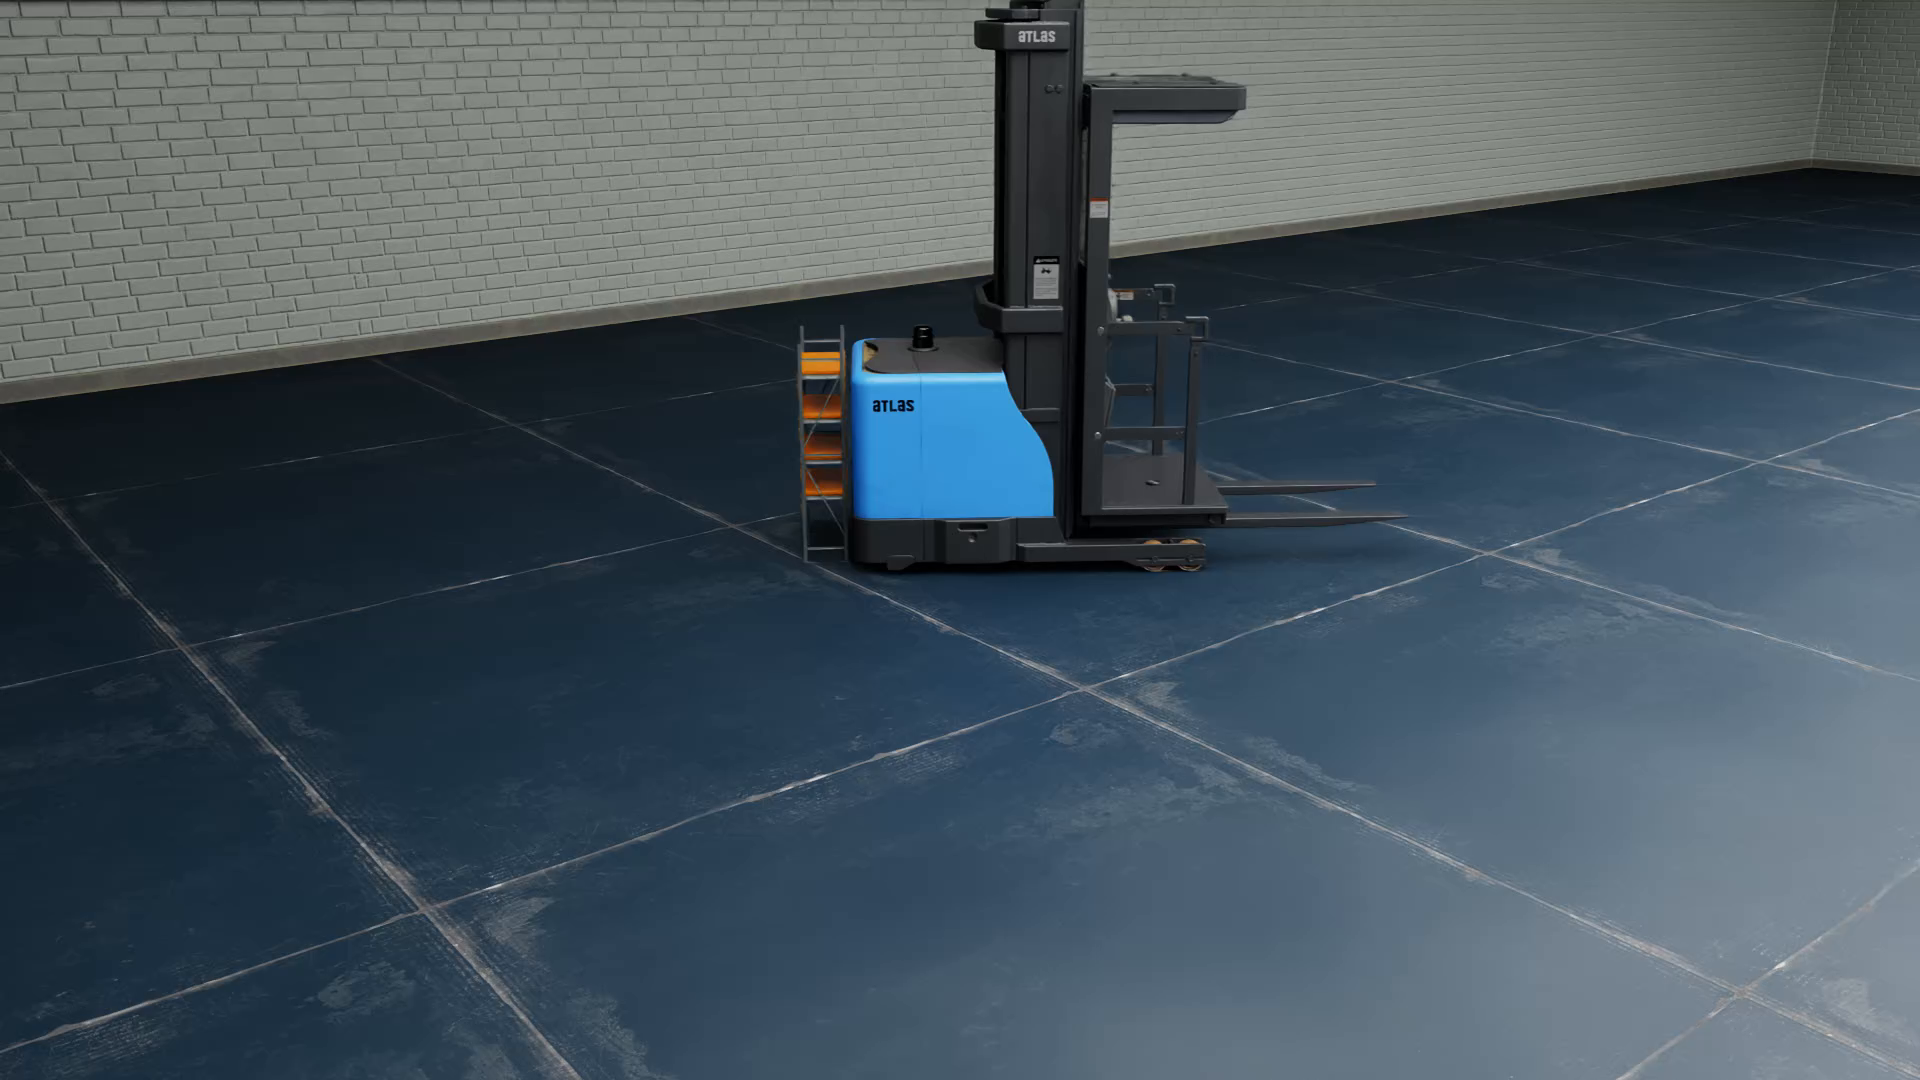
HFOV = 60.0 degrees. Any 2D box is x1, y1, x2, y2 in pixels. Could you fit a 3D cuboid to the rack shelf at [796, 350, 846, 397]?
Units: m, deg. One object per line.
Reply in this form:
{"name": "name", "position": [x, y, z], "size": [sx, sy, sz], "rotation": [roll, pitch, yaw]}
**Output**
{"name": "rack shelf", "position": [-0.739, -0.896, 8.909], "size": [0.258, 0.148, 0.480], "rotation": [-1, 18, -3]}

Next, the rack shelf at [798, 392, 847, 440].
{"name": "rack shelf", "position": [-0.739, -0.671, 8.984], "size": [0.258, 0.148, 0.480], "rotation": [-1, 18, -3]}

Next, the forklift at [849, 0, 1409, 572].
{"name": "forklift", "position": [0.915, -1.388, 8.891], "size": [3.031, 2.935, 1.130], "rotation": [-1, 18, -3]}

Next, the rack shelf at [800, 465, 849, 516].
{"name": "rack shelf", "position": [-0.739, -0.271, 9.116], "size": [0.258, 0.148, 0.480], "rotation": [-1, 18, -3]}

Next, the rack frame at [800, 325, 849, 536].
{"name": "rack frame", "position": [-0.754, -0.599, 9.264], "size": [0.240, 1.200, 0.015], "rotation": [-1, 18, -3]}

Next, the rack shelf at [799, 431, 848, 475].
{"name": "rack shelf", "position": [-0.739, -0.459, 9.054], "size": [0.258, 0.148, 0.480], "rotation": [-1, 18, -3]}

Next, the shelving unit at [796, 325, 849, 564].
{"name": "shelving unit", "position": [-0.739, -0.523, 9.033], "size": [0.258, 1.200, 0.503], "rotation": [-1, 18, -3]}

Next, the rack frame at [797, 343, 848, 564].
{"name": "rack frame", "position": [-0.723, -0.446, 8.802], "size": [0.240, 1.200, 0.015], "rotation": [-1, 18, -3]}
